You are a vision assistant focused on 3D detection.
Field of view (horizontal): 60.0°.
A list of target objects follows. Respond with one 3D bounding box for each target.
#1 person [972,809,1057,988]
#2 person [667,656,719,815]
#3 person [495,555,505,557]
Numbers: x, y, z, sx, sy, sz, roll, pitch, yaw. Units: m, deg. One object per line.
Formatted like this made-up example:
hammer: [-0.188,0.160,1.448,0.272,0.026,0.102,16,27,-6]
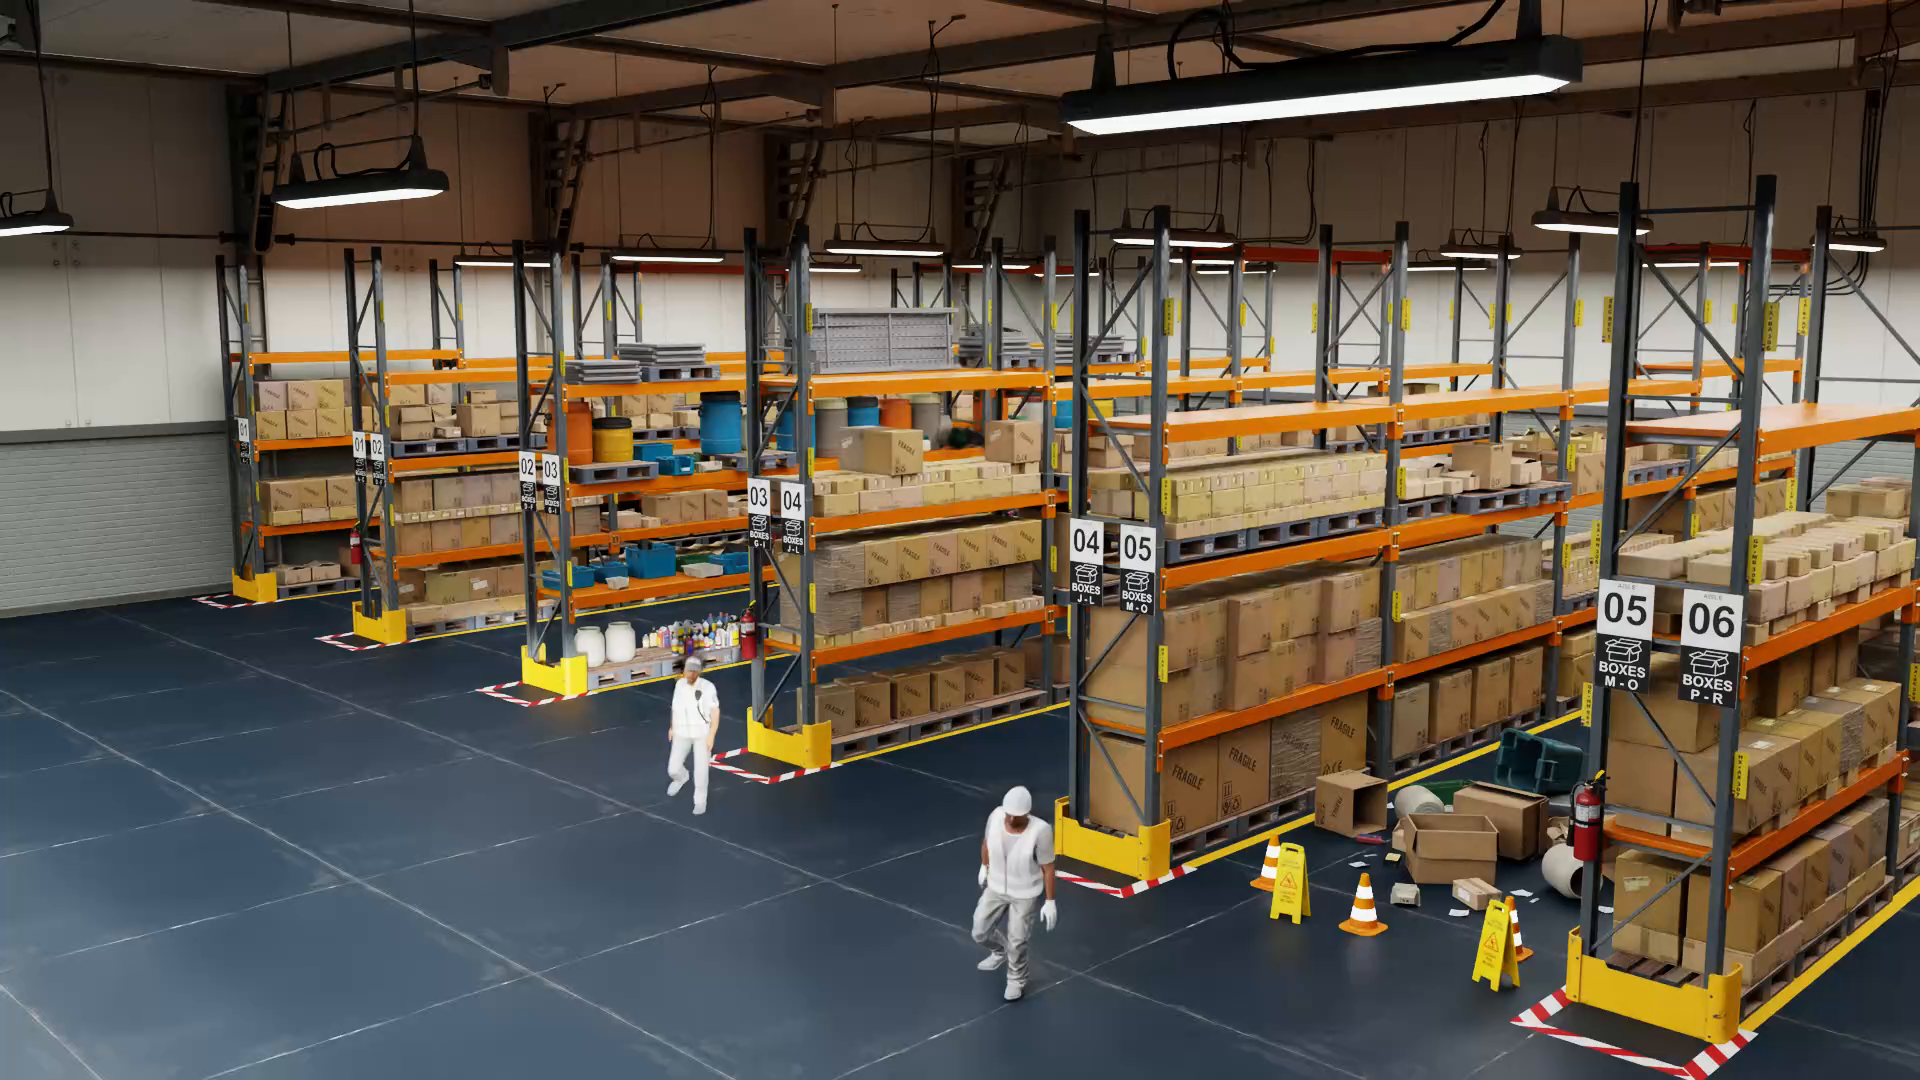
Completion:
person: [0.448,2.671,12.353,0.766,1.406,0.532,5,9,29]
person: [-2.740,1.974,17.013,0.652,1.652,0.608,1,8,8]
person: [-8.603,0.008,30.780,0.663,1.449,0.810,0,8,1]
